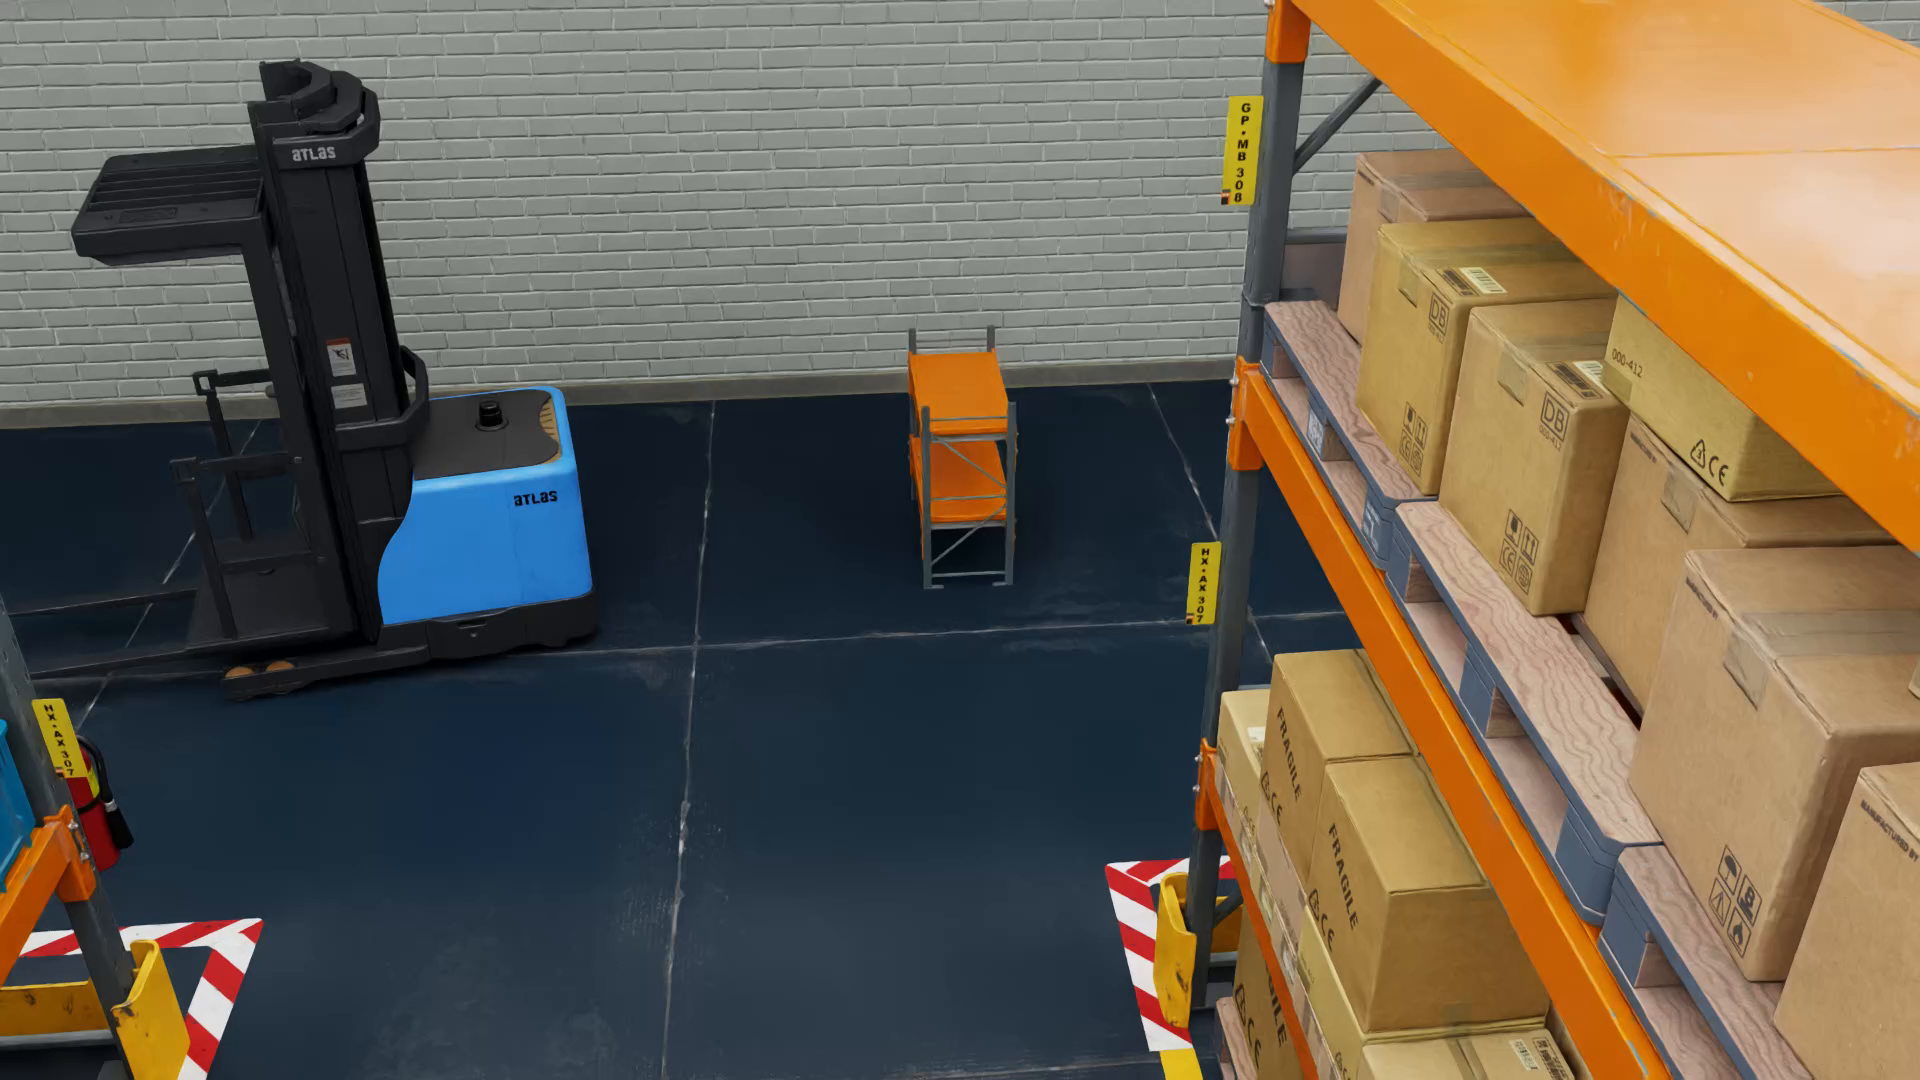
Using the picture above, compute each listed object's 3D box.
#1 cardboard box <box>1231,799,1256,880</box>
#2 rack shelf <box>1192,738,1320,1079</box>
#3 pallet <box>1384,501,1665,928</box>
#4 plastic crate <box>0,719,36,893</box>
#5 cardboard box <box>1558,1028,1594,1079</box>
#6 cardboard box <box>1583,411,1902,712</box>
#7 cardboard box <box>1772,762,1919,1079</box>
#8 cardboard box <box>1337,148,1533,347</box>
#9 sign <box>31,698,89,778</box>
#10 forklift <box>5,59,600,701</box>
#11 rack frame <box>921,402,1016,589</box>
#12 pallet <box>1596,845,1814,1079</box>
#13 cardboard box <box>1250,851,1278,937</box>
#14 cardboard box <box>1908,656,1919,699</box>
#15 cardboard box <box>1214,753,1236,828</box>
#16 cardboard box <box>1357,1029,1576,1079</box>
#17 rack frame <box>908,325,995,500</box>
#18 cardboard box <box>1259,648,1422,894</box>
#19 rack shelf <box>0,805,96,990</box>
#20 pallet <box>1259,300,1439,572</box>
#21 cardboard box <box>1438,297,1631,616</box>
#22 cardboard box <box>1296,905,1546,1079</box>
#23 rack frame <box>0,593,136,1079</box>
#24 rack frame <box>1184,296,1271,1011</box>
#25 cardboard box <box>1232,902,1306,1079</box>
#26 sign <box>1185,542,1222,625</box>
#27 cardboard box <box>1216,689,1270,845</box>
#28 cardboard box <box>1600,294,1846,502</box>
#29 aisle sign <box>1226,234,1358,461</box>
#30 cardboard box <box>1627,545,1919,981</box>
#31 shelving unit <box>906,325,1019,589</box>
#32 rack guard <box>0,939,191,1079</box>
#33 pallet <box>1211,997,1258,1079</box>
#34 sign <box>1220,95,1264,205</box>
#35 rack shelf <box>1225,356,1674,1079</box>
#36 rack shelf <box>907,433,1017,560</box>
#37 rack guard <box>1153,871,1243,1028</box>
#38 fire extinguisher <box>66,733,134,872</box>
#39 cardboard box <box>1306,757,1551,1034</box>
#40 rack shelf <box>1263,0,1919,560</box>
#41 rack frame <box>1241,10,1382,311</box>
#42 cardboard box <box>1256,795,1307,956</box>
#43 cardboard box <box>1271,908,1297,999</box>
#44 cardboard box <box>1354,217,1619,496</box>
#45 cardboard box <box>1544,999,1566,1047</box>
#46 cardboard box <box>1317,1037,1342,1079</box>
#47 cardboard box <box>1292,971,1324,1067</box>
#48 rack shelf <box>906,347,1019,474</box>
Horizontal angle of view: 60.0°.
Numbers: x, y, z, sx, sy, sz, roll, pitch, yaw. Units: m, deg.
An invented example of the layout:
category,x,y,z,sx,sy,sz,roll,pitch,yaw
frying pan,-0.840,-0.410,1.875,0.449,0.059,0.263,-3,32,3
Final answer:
category,x,y,z,sx,sy,sz,roll,pitch,yaw
cardboard box,1.110,0.967,5.451,0.380,0.149,0.250,-3,31,-5
rack shelf,1.567,1.862,4.410,1.077,0.370,4.000,-3,31,-5
pallet,1.577,0.284,3.510,1.003,0.211,1.213,-3,31,-5
plastic crate,-3.334,0.890,5.242,0.616,0.435,0.499,-3,31,-5
cardboard box,1.837,1.488,4.191,0.500,0.250,0.500,-3,31,-4
cardboard box,1.668,0.075,3.170,0.700,0.500,0.500,-1,31,-2
cardboard box,1.621,0.623,2.252,0.700,0.500,0.500,-5,31,-8
cardboard box,1.482,-0.759,4.567,0.700,0.500,0.500,-5,31,-8
sign,-3.005,0.664,5.554,0.100,0.325,0.005,-3,31,-5
forklift,-3.493,-0.750,8.148,3.031,2.935,1.130,-8,32,-14
rack frame,0.047,-0.227,9.033,0.500,1.125,0.032,-3,31,-5
pallet,1.688,0.906,2.470,1.003,0.211,1.213,-3,31,-5
cardboard box,1.135,1.098,5.232,0.380,0.149,0.250,-3,31,-6
cardboard box,1.673,0.217,2.200,0.500,0.250,0.500,-5,31,-8
cardboard box,1.085,0.837,5.670,0.380,0.149,0.250,-2,31,-4
cardboard box,1.309,1.514,4.146,0.500,0.250,0.500,-3,31,-6
rack frame,-0.048,-0.746,9.902,0.500,1.125,0.032,-3,31,-5
cardboard box,1.203,0.660,4.846,0.500,0.500,0.500,-3,31,-6
rack shelf,-3.364,2.099,4.013,1.077,0.370,4.000,-3,31,-5
pallet,1.460,-0.340,4.556,1.003,0.211,1.213,-3,31,-5
cardboard box,1.511,-0.205,3.638,0.700,0.500,0.500,-5,31,-8
cardboard box,1.255,1.248,4.592,0.500,0.250,0.500,-4,31,-6
rack frame,-3.551,0.769,5.538,1.000,3.000,0.127,-3,31,-5
rack frame,1.380,0.532,5.935,1.000,3.000,0.127,-3,31,-5
cardboard box,1.520,1.586,5.832,0.875,0.875,0.875,-3,31,-5
sign,0.827,0.149,5.654,0.100,0.325,0.005,-3,31,-5
cardboard box,1.156,0.726,5.466,0.500,0.250,0.500,-4,31,-6
cardboard box,1.559,-0.312,3.087,0.500,0.250,0.500,-4,31,-6
aisle sign,1.075,-0.607,5.306,0.394,0.787,0.004,-3,31,-5
cardboard box,1.575,0.348,2.712,0.700,0.500,0.500,-1,31,-2
shelving unit,-0.001,-0.486,9.468,0.538,1.125,1.048,-3,31,-5
rack guard,-3.566,1.830,6.199,1.175,0.500,0.348,-3,31,-5
pallet,1.533,2.133,5.973,1.003,0.211,1.213,-3,31,-5
sign,0.827,-1.142,4.882,0.100,0.325,0.005,-3,31,-5
rack shelf,1.567,0.574,3.641,1.077,0.370,4.000,-3,31,-5
rack shelf,-0.001,-0.276,9.593,0.538,0.278,1.000,-3,31,-5
rack guard,1.378,1.592,6.597,1.175,0.500,0.348,-3,31,-5
fire extinguisher,-3.113,0.863,5.819,0.296,0.674,0.183,-3,31,-5
cardboard box,1.258,0.924,4.404,0.500,0.500,0.500,-4,31,-6
rack shelf,1.567,-0.542,2.974,1.077,0.370,4.000,-3,31,-5
rack frame,1.380,-2.044,4.397,1.000,3.000,0.127,-3,31,-5
cardboard box,1.212,0.991,5.022,0.500,0.250,0.500,-3,31,-5
cardboard box,1.160,1.231,5.009,0.380,0.149,0.250,-3,31,-5
cardboard box,1.415,-0.466,4.076,0.700,0.500,0.500,-4,31,-6
cardboard box,1.785,1.222,4.636,0.500,0.250,0.500,-4,31,-6
cardboard box,1.208,1.493,4.571,0.380,0.149,0.250,-3,31,-5
cardboard box,1.183,1.361,4.792,0.380,0.149,0.250,-3,31,-6
rack shelf,-0.001,-0.738,9.318,0.538,0.278,1.000,-3,31,-5
